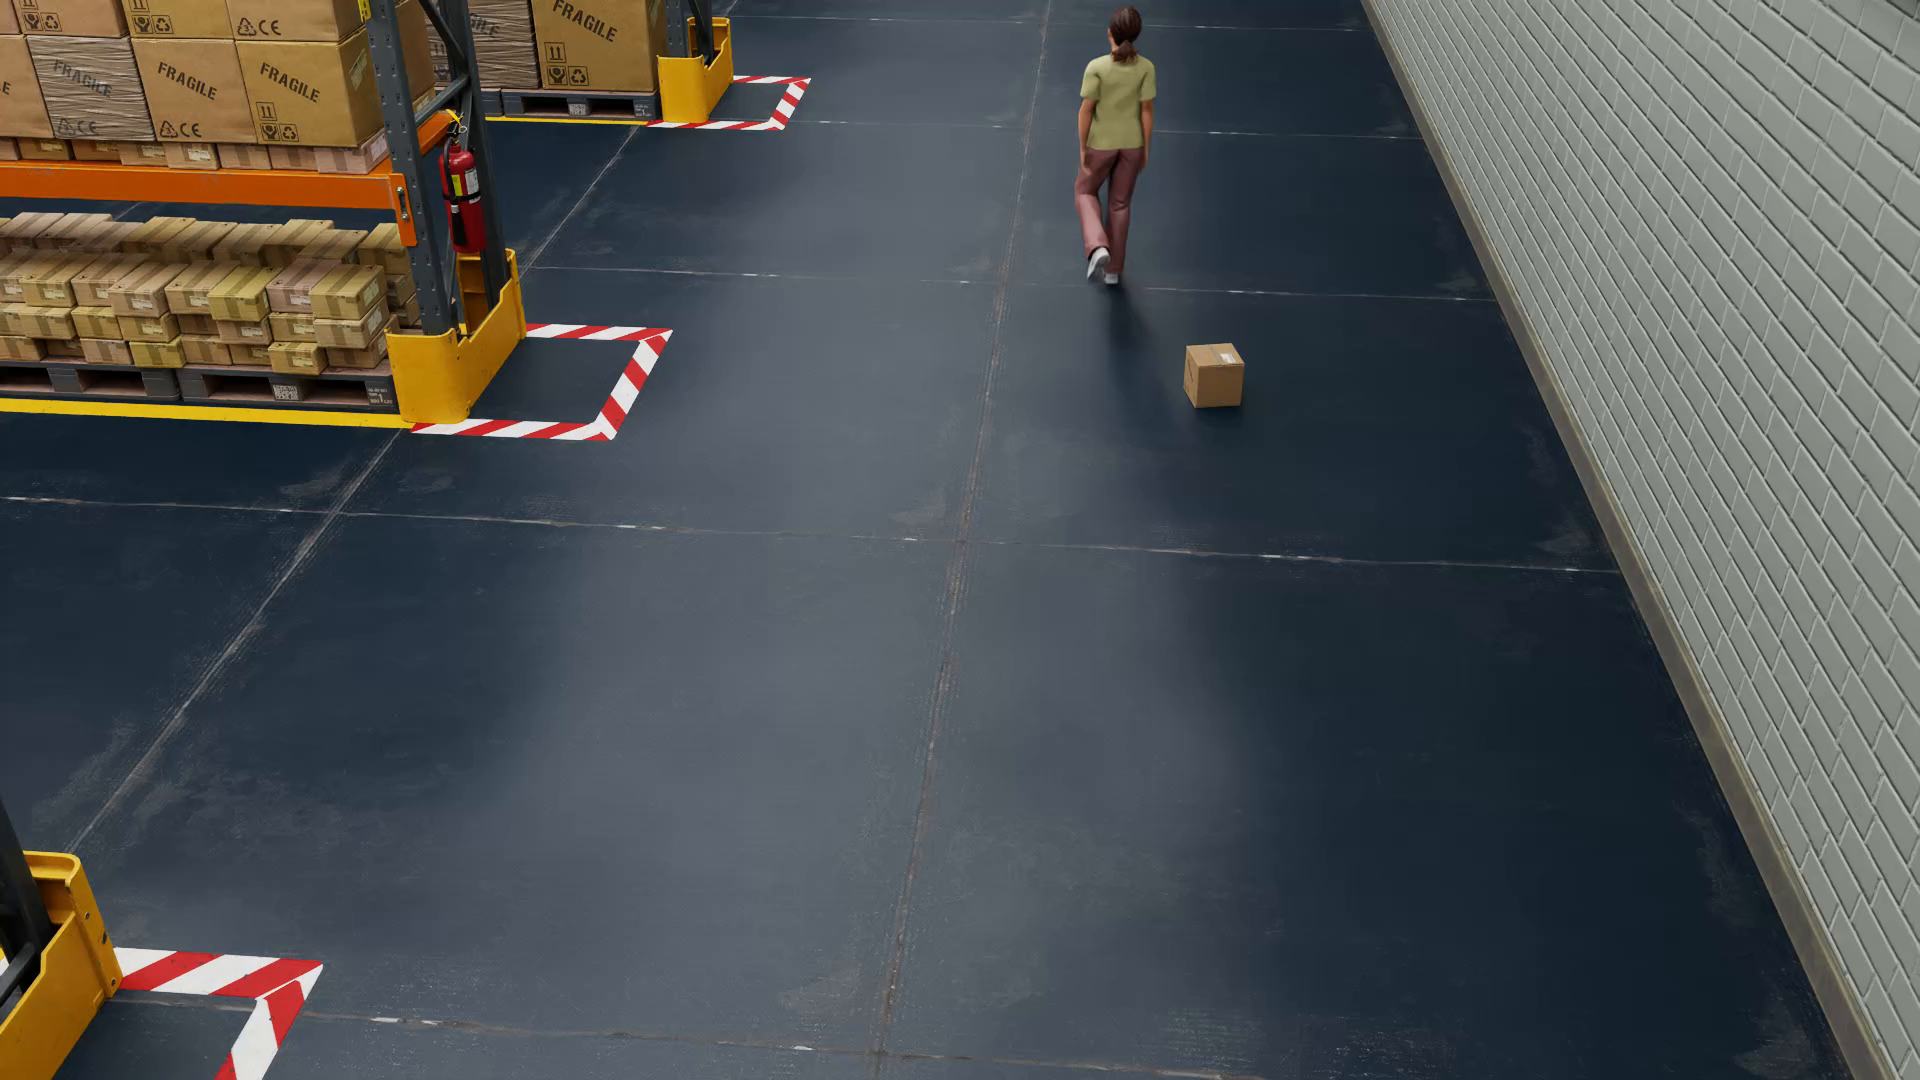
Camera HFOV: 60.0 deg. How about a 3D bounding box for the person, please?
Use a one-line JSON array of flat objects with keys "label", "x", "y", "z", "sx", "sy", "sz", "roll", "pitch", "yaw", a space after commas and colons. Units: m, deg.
[{"label": "person", "x": 0.904, "y": -2.281, "z": 9.741, "sx": 0.448, "sy": 1.657, "sz": 0.510, "roll": -2, "pitch": 32, "yaw": -4}]
